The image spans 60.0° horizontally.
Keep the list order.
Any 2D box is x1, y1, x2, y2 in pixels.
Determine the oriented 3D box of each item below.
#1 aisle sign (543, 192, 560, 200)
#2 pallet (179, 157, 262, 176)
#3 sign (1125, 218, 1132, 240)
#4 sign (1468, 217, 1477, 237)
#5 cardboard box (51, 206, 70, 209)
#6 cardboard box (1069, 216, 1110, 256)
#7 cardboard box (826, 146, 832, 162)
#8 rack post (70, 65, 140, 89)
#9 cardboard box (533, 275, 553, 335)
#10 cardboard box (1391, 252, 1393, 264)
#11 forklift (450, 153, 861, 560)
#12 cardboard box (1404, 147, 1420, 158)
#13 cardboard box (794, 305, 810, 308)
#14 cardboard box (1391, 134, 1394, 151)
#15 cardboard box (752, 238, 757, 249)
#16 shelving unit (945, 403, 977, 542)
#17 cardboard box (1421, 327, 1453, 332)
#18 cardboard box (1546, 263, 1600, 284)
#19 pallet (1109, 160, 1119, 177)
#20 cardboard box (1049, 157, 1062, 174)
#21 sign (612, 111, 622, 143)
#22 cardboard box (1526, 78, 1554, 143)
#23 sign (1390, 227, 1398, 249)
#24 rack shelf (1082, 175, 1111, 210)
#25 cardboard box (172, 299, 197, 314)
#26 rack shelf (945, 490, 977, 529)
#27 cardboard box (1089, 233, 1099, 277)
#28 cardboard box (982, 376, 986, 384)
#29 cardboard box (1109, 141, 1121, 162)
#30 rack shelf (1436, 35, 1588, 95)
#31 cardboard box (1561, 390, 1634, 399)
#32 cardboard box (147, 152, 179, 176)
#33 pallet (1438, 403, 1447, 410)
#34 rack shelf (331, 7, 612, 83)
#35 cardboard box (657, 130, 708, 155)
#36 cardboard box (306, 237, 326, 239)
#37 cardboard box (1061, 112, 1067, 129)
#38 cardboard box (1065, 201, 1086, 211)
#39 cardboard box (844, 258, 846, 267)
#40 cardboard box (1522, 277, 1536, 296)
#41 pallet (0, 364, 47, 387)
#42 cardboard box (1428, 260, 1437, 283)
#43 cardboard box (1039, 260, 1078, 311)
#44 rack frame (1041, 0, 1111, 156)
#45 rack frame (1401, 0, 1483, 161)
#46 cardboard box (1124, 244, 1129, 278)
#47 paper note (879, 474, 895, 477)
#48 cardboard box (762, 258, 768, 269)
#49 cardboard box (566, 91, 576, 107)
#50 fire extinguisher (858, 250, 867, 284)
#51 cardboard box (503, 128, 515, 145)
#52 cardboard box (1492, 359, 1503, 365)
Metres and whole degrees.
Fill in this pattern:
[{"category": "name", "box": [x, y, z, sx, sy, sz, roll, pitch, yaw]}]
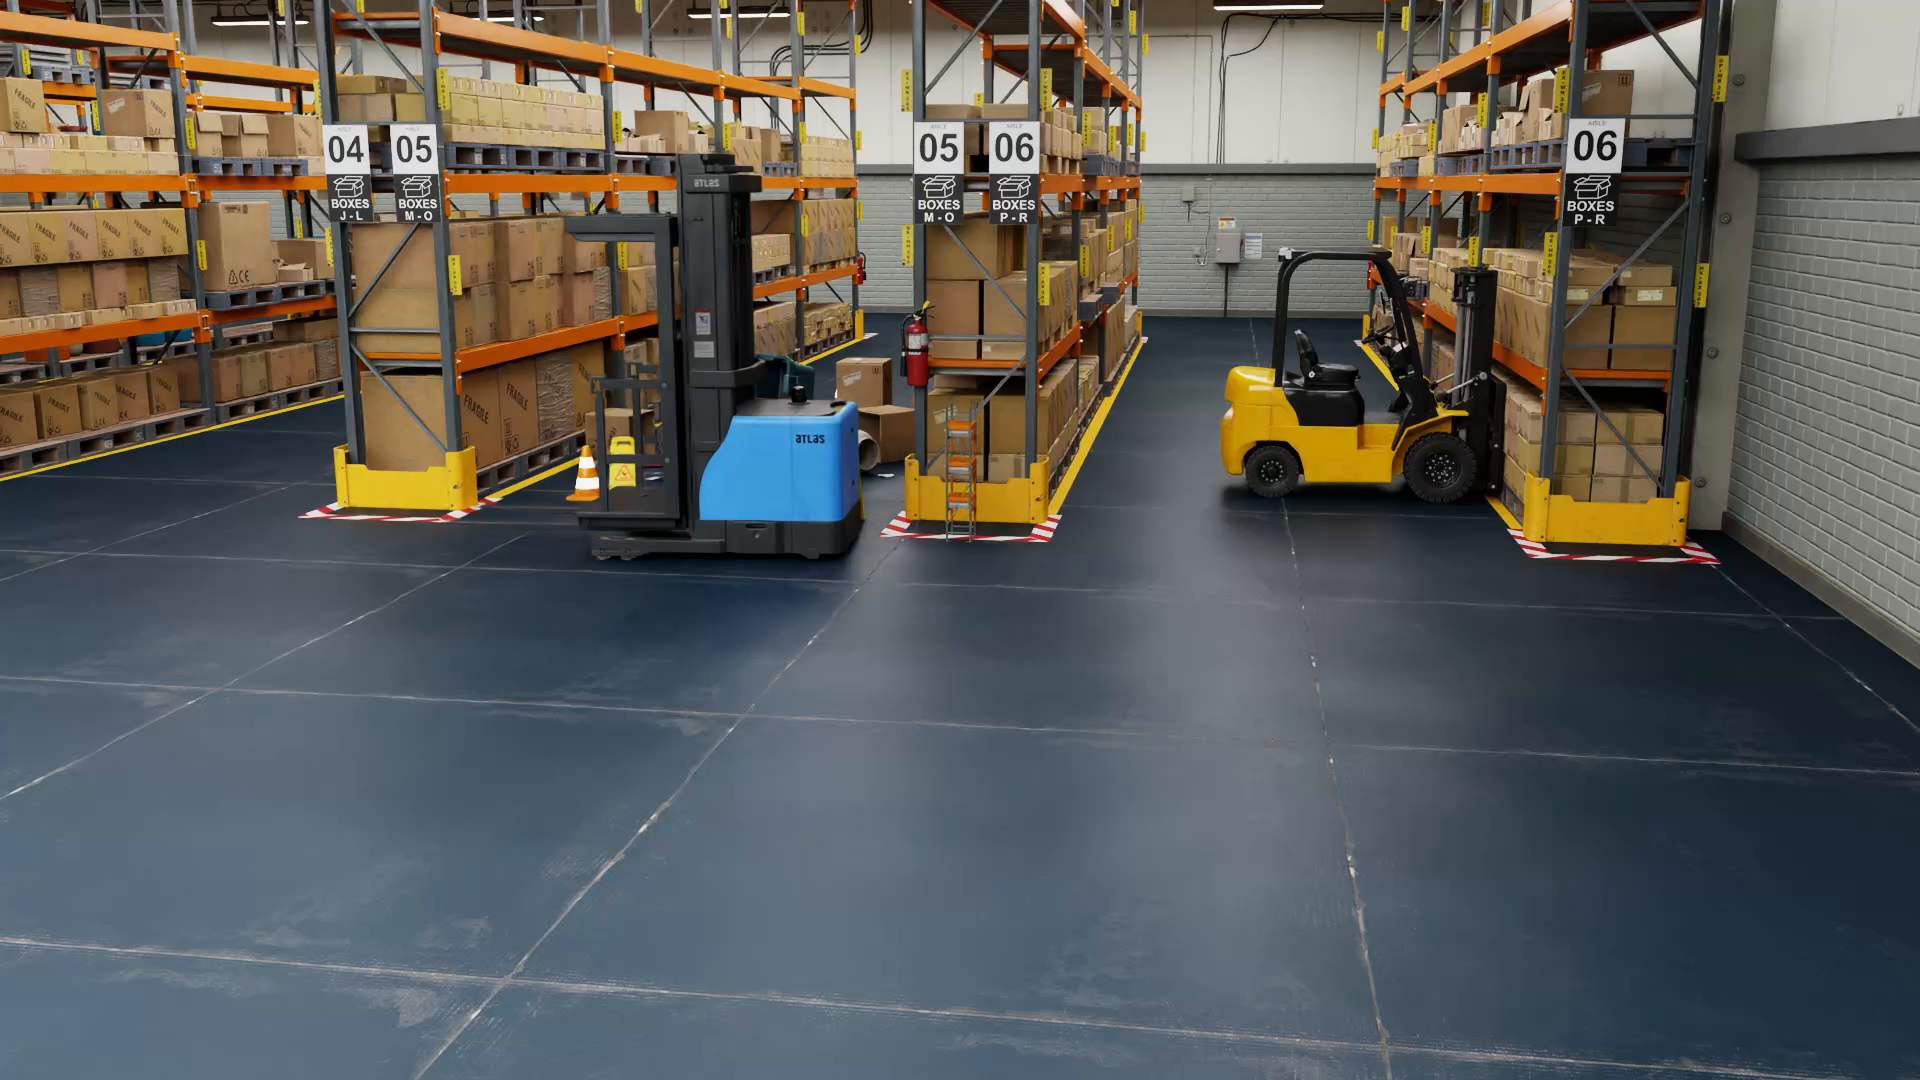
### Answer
[{"category": "aisle sign", "box": [-7.487, -6.584, 30.254, 0.394, 0.787, 0.004, 2, 12, 9]}, {"category": "pallet", "box": [-8.847, -4.290, 19.107, 1.213, 0.211, 1.003, 2, 12, 9]}, {"category": "sign", "box": [2.513, -4.647, 24.874, 0.100, 0.325, 0.005, 2, 12, 9]}, {"category": "sign", "box": [7.429, -4.524, 24.115, 0.100, 0.325, 0.005, 2, 12, 9]}, {"category": "cardboard box", "box": [-16.864, -5.941, 30.831, 0.500, 0.500, 0.500, 2, 12, 10]}, {"category": "cardboard box", "box": [1.677, -3.935, 21.520, 0.500, 0.500, 0.500, 1, 12, 7]}, {"category": "cardboard box", "box": [-2.384, -6.323, 27.260, 0.500, 0.250, 0.500, 1, 12, 6]}, {"category": "rack post", "box": [-12.897, -6.879, 24.741, 0.937, 0.300, 0.954, 3, 13, 15]}, {"category": "cardboard box", "box": [-4.451, -2.268, 16.040, 0.875, 0.550, 0.500, 2, 12, 9]}, {"category": "cardboard box", "box": [6.717, -4.161, 24.830, 0.500, 0.250, 0.500, 2, 12, 10]}, {"category": "forklift", "box": [-2.321, -1.394, 12.503, 3.031, 2.935, 1.130, 1, 12, 4]}, {"category": "cardboard box", "box": [6.286, -5.311, 22.757, 0.380, 0.149, 0.250, 2, 12, 8]}, {"category": "cardboard box", "box": [-2.778, -3.947, 28.548, 0.380, 0.149, 0.250, 1, 12, 6]}, {"category": "cardboard box", "box": [6.875, -6.082, 25.437, 0.500, 0.250, 0.500, 2, 12, 10]}, {"category": "cardboard box", "box": [-3.084, -4.178, 23.450, 0.380, 0.149, 0.250, 2, 12, 10]}, {"category": "shelving unit", "box": [0.008, -0.524, 12.934, 0.215, 1.050, 0.252, 2, 12, 9]}, {"category": "cardboard box", "box": [6.271, -2.718, 21.884, 0.380, 0.149, 0.250, 2, 12, 10]}, {"category": "cardboard box", "box": [4.889, -2.122, 13.237, 0.380, 0.149, 0.250, 2, 12, 9]}, {"category": "pallet", "box": [1.406, -4.812, 21.530, 1.213, 0.211, 1.003, 2, 12, 11]}, {"category": "cardboard box", "box": [0.696, -3.308, 14.700, 0.380, 0.149, 0.250, 2, 12, 9]}, {"category": "sign", "box": [-3.614, -4.349, 17.518, 0.100, 0.325, 0.005, 2, 12, 9]}, {"category": "cardboard box", "box": [5.118, -3.556, 13.783, 0.700, 0.500, 0.500, 2, 12, 9]}, {"category": "sign", "box": [6.343, -4.414, 24.300, 0.100, 0.325, 0.005, 2, 12, 9]}, {"category": "rack shelf", "box": [1.052, -4.001, 19.024, 1.077, 0.370, 4.000, 2, 12, 9]}, {"category": "cardboard box", "box": [-8.790, -2.614, 18.597, 0.380, 0.149, 0.250, 2, 12, 9]}, {"category": "rack shelf", "box": [0.008, -0.242, 12.995, 0.215, 0.259, 0.240, 2, 12, 9]}, {"category": "cardboard box", "box": [1.334, -3.272, 19.114, 0.500, 0.500, 0.500, 1, 12, 6]}, {"category": "cardboard box", "box": [0.027, -1.488, 14.987, 0.380, 0.149, 0.250, 2, 12, 10]}, {"category": "cardboard box", "box": [2.047, -5.573, 23.826, 0.500, 0.311, 0.500, 2, 12, 9]}, {"category": "rack shelf", "box": [5.957, -5.111, 18.008, 1.077, 0.370, 4.000, 2, 12, 9]}, {"category": "cardboard box", "box": [5.456, -1.129, 14.267, 0.500, 0.250, 0.500, 2, 12, 8]}, {"category": "cardboard box", "box": [-8.860, -4.080, 18.043, 0.500, 0.250, 0.500, 2, 12, 11]}, {"category": "pallet", "box": [5.910, -1.356, 18.783, 1.003, 0.211, 1.213, 2, 12, 9]}, {"category": "rack shelf", "box": [-4.470, -4.578, 15.533, 1.077, 0.370, 4.000, 2, 12, 9]}, {"category": "cardboard box", "box": [-3.411, -4.891, 20.427, 0.500, 0.311, 0.500, 2, 12, 9]}, {"category": "cardboard box", "box": [-8.476, -3.764, 22.104, 0.500, 0.500, 0.500, 0, 12, 2]}, {"category": "cardboard box", "box": [0.767, -3.804, 15.108, 0.380, 0.149, 0.250, 2, 12, 9]}, {"category": "cardboard box", "box": [1.708, -5.064, 25.221, 0.380, 0.149, 0.250, 2, 12, 7]}, {"category": "cardboard box", "box": [-2.187, -4.804, 28.760, 0.380, 0.149, 0.250, 2, 12, 8]}, {"category": "cardboard box", "box": [4.965, -2.139, 14.020, 0.380, 0.149, 0.250, 1, 12, 7]}, {"category": "pallet", "box": [-13.484, -2.261, 22.982, 1.003, 0.211, 1.213, 2, 12, 9]}, {"category": "cardboard box", "box": [5.931, -3.230, 20.029, 0.500, 0.250, 0.500, 2, 12, 9]}, {"category": "cardboard box", "box": [0.922, -2.563, 16.824, 0.500, 0.500, 0.500, 2, 12, 7]}, {"category": "rack frame", "box": [1.360, -6.235, 20.564, 1.000, 3.000, 0.127, 2, 12, 9]}, {"category": "rack frame", "box": [6.880, -6.908, 23.685, 1.000, 3.000, 0.127, 2, 12, 9]}, {"category": "cardboard box", "box": [2.306, -4.273, 25.463, 0.500, 0.500, 0.500, 2, 12, 11]}, {"category": "paper note", "box": [-0.698, -0.620, 15.798, 0.142, 0.019, 0.148, -2, 12, -11]}, {"category": "cardboard box", "box": [-2.995, -3.996, 24.017, 0.380, 0.149, 0.250, 2, 12, 11]}, {"category": "cardboard box", "box": [-4.020, -4.353, 16.422, 0.380, 0.149, 0.250, 2, 12, 10]}, {"category": "fire extinguisher", "box": [-1.822, -4.924, 29.792, 0.296, 0.674, 0.183, 2, 12, 9]}, {"category": "cardboard box", "box": [-4.253, -3.645, 15.030, 0.380, 0.149, 0.250, 2, 12, 9]}, {"category": "cardboard box", "box": [5.846, -1.624, 18.050, 0.875, 0.625, 0.625, 2, 12, 8]}]
